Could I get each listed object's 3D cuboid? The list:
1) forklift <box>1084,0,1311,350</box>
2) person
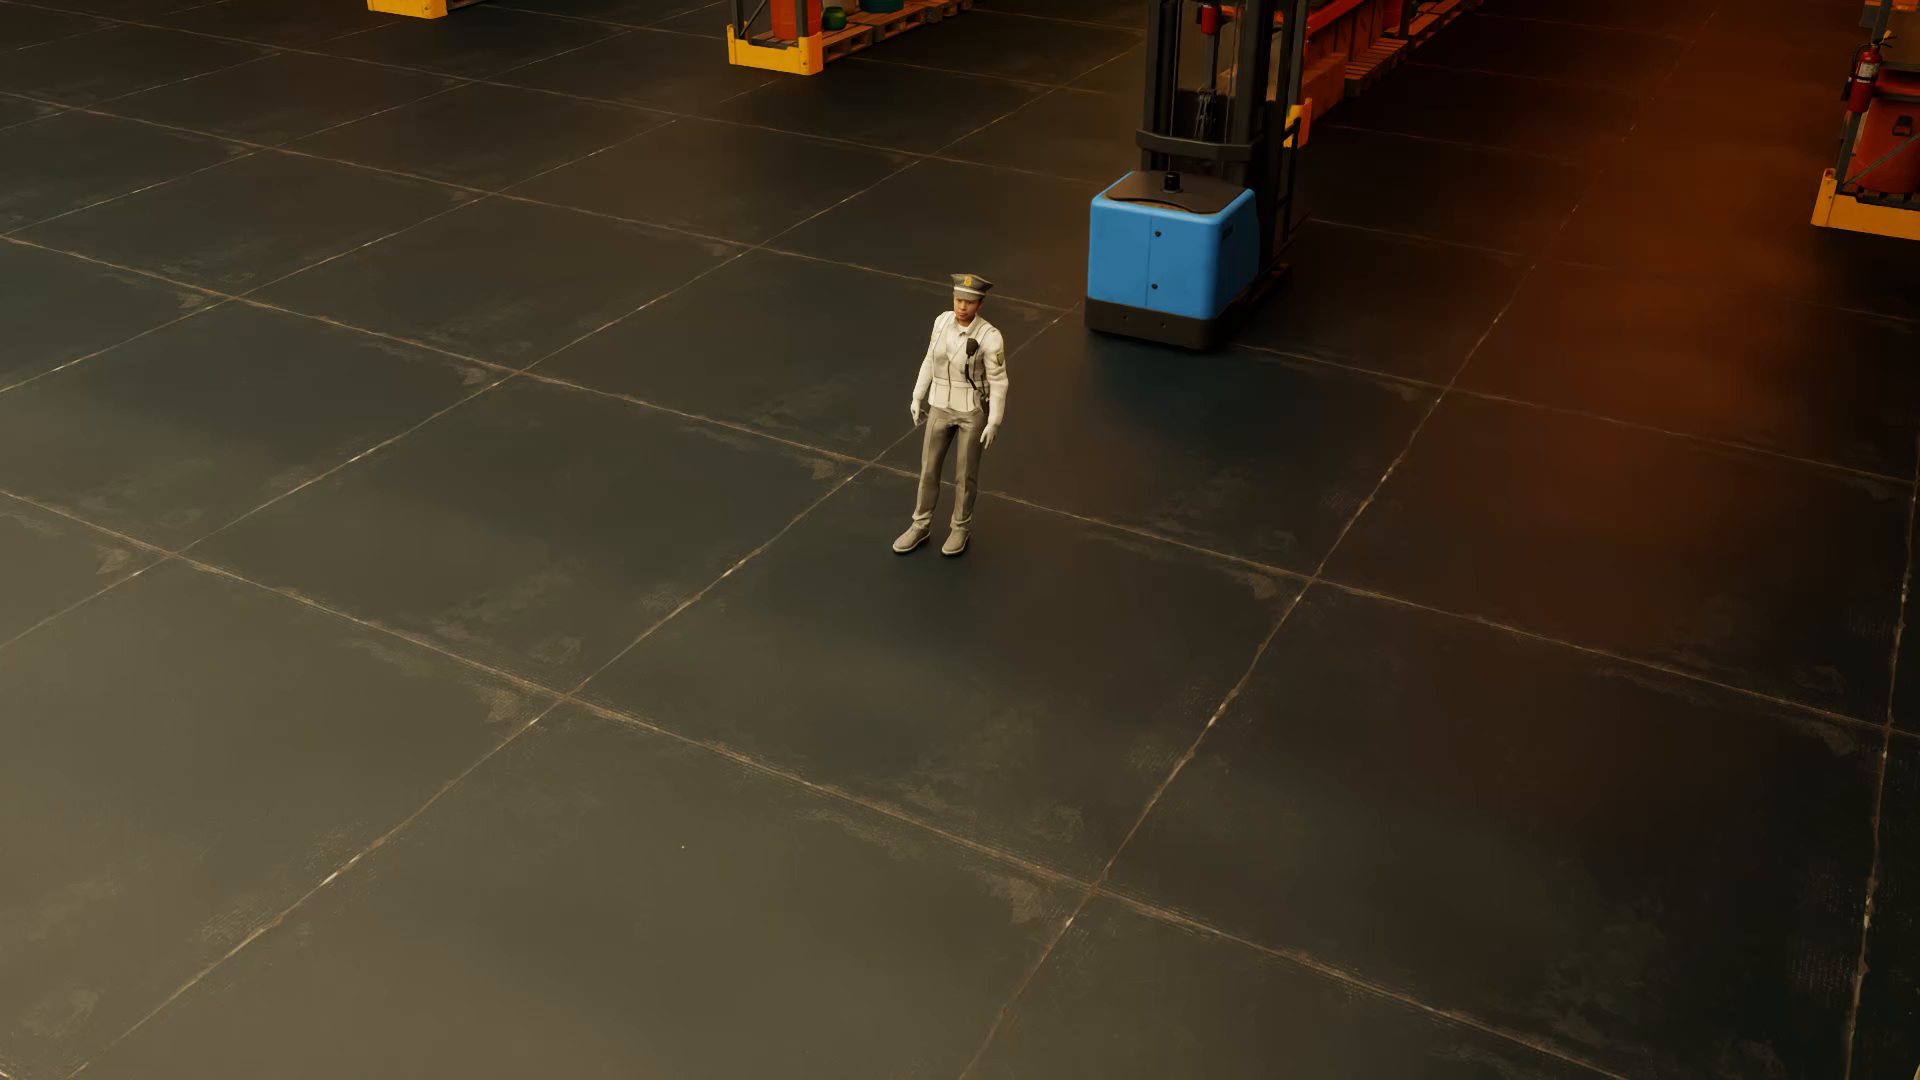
[{"bbox_3d":[2.077,-3.386,12.937,1.130,2.935,3.031,15,33,24],"label":"forklift"},{"bbox_3d":[-0.040,-0.712,9.527,0.586,1.694,0.530,15,33,25],"label":"person"}]
